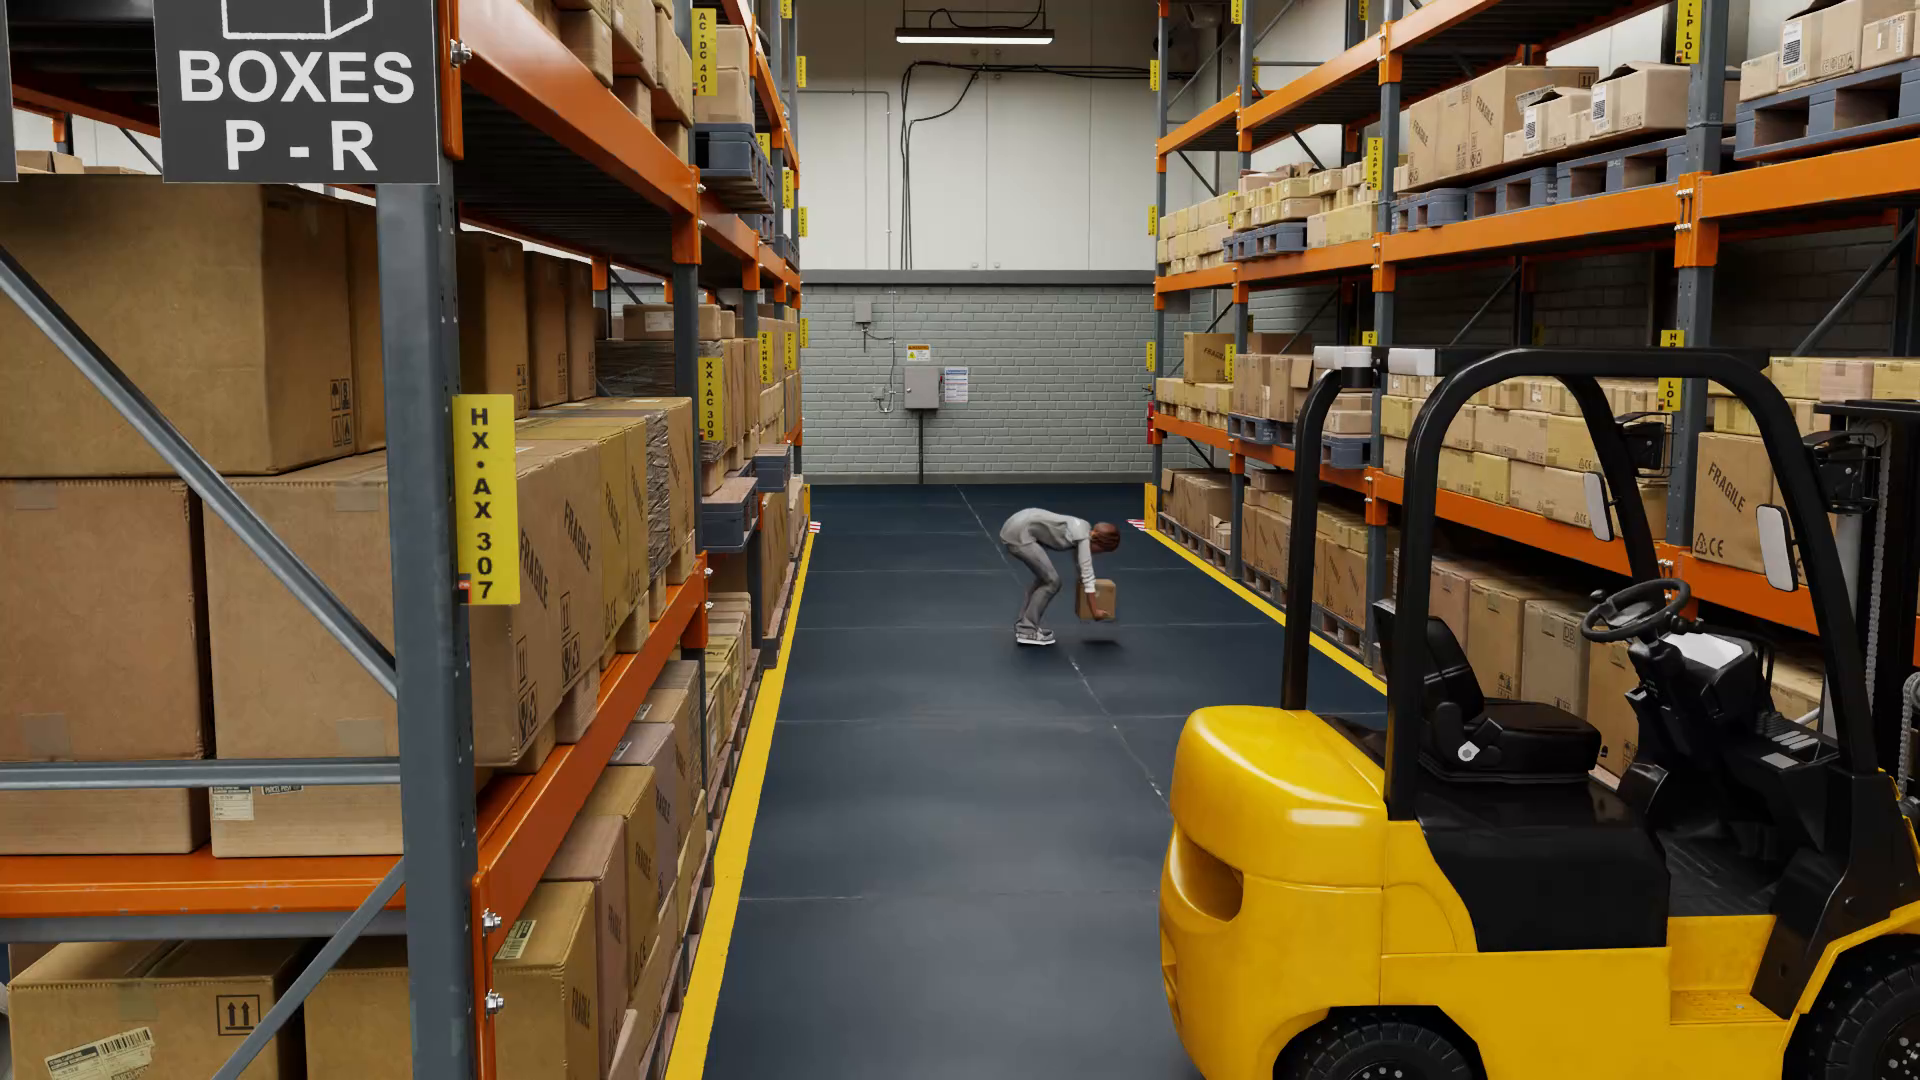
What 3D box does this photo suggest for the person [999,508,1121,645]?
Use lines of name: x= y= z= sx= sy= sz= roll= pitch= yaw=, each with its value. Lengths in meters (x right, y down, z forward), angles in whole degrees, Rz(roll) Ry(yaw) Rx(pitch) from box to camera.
person: x=0.713 y=0.254 z=11.858 sx=0.868 sy=0.956 sz=0.408 roll=-1 pitch=7 yaw=-6
